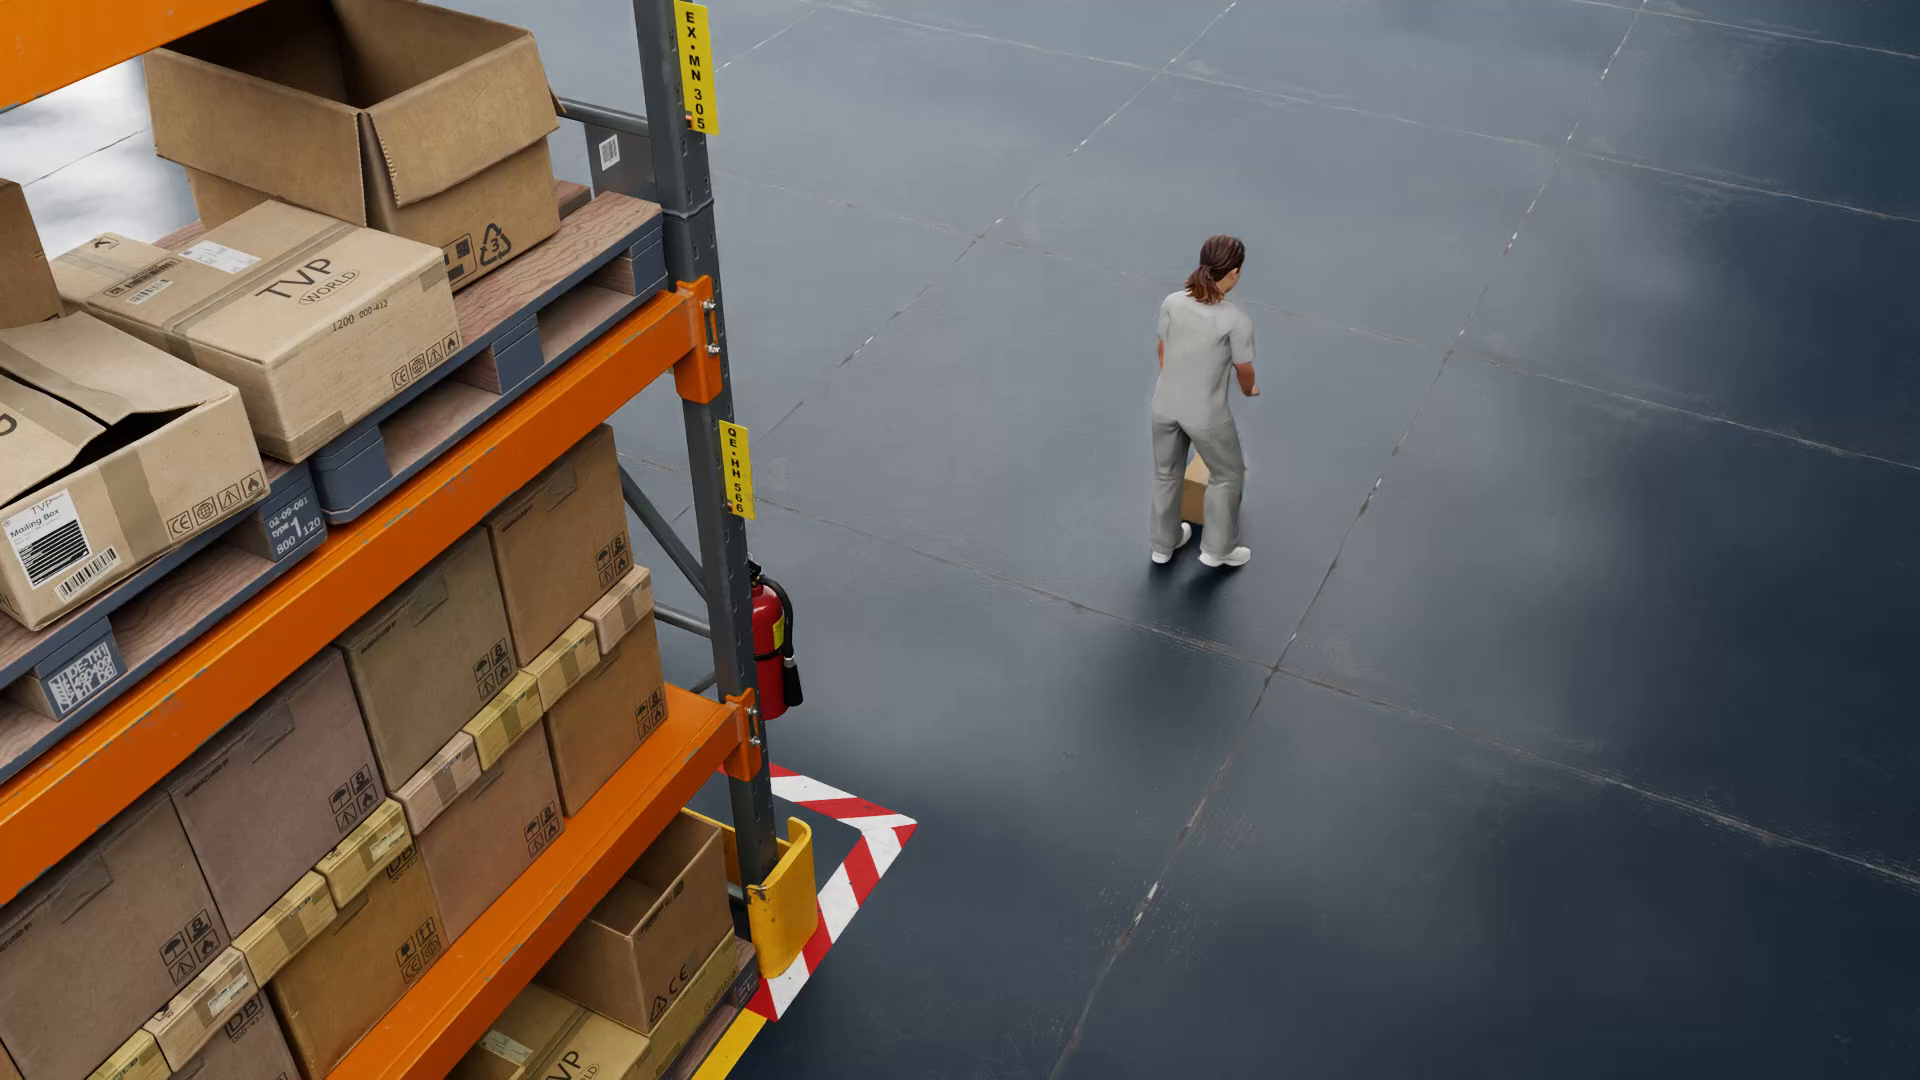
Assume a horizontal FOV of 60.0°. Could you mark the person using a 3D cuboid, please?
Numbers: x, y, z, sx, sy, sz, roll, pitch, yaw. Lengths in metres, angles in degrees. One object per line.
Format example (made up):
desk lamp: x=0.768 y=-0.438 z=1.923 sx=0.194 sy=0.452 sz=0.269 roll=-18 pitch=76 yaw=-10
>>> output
person: x=1.116 y=-0.587 z=7.504 sx=0.503 sy=1.694 sz=0.496 roll=22 pitch=43 yaw=25
